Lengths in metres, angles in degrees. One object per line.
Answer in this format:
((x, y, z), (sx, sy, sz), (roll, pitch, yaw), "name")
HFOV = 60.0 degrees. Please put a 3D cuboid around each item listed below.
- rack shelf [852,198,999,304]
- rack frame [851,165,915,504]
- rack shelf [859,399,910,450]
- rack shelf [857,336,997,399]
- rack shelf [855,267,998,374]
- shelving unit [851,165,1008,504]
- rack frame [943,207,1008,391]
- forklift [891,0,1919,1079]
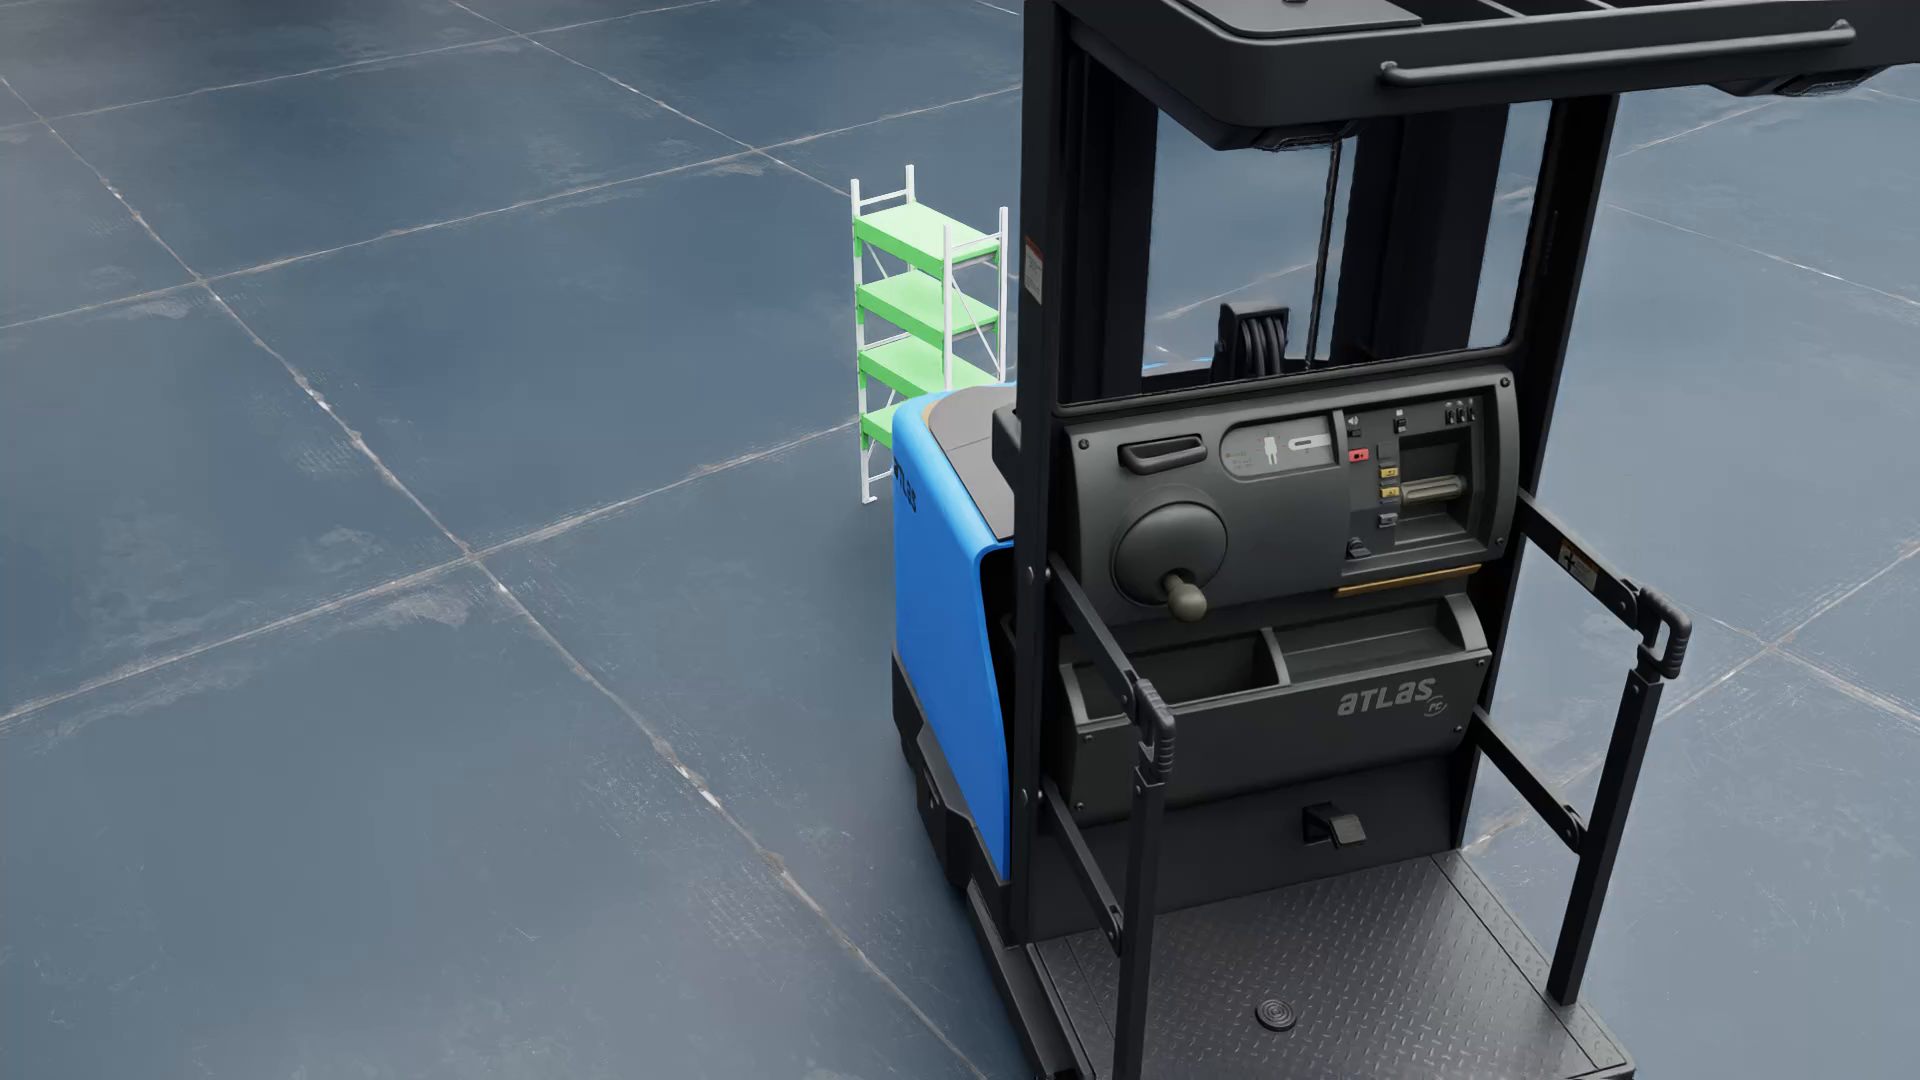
((-0.101, -0.932, 5.325), (0.258, 0.148, 0.480), (-22, 38, -31), "rack shelf")
((-0.251, -0.680, 5.708), (0.240, 1.200, 0.015), (-22, 38, -31), "rack frame")
((-0.102, -0.321, 5.705), (0.258, 0.148, 0.480), (-22, 38, -31), "rack shelf")
((-0.102, -0.524, 5.578), (0.258, 0.148, 0.480), (-22, 38, -31), "rack shelf")
((-0.102, -0.728, 5.452), (0.258, 0.148, 0.480), (-22, 38, -31), "rack shelf")
((-0.102, -0.579, 5.545), (0.258, 1.200, 0.503), (-22, 38, -31), "shelving unit")
((0.048, -0.477, 5.381), (0.240, 1.200, 0.015), (-22, 38, -31), "rack frame")
((0.719, -0.034, 3.027), (1.130, 2.935, 3.031), (-9, 33, -14), "forklift")
